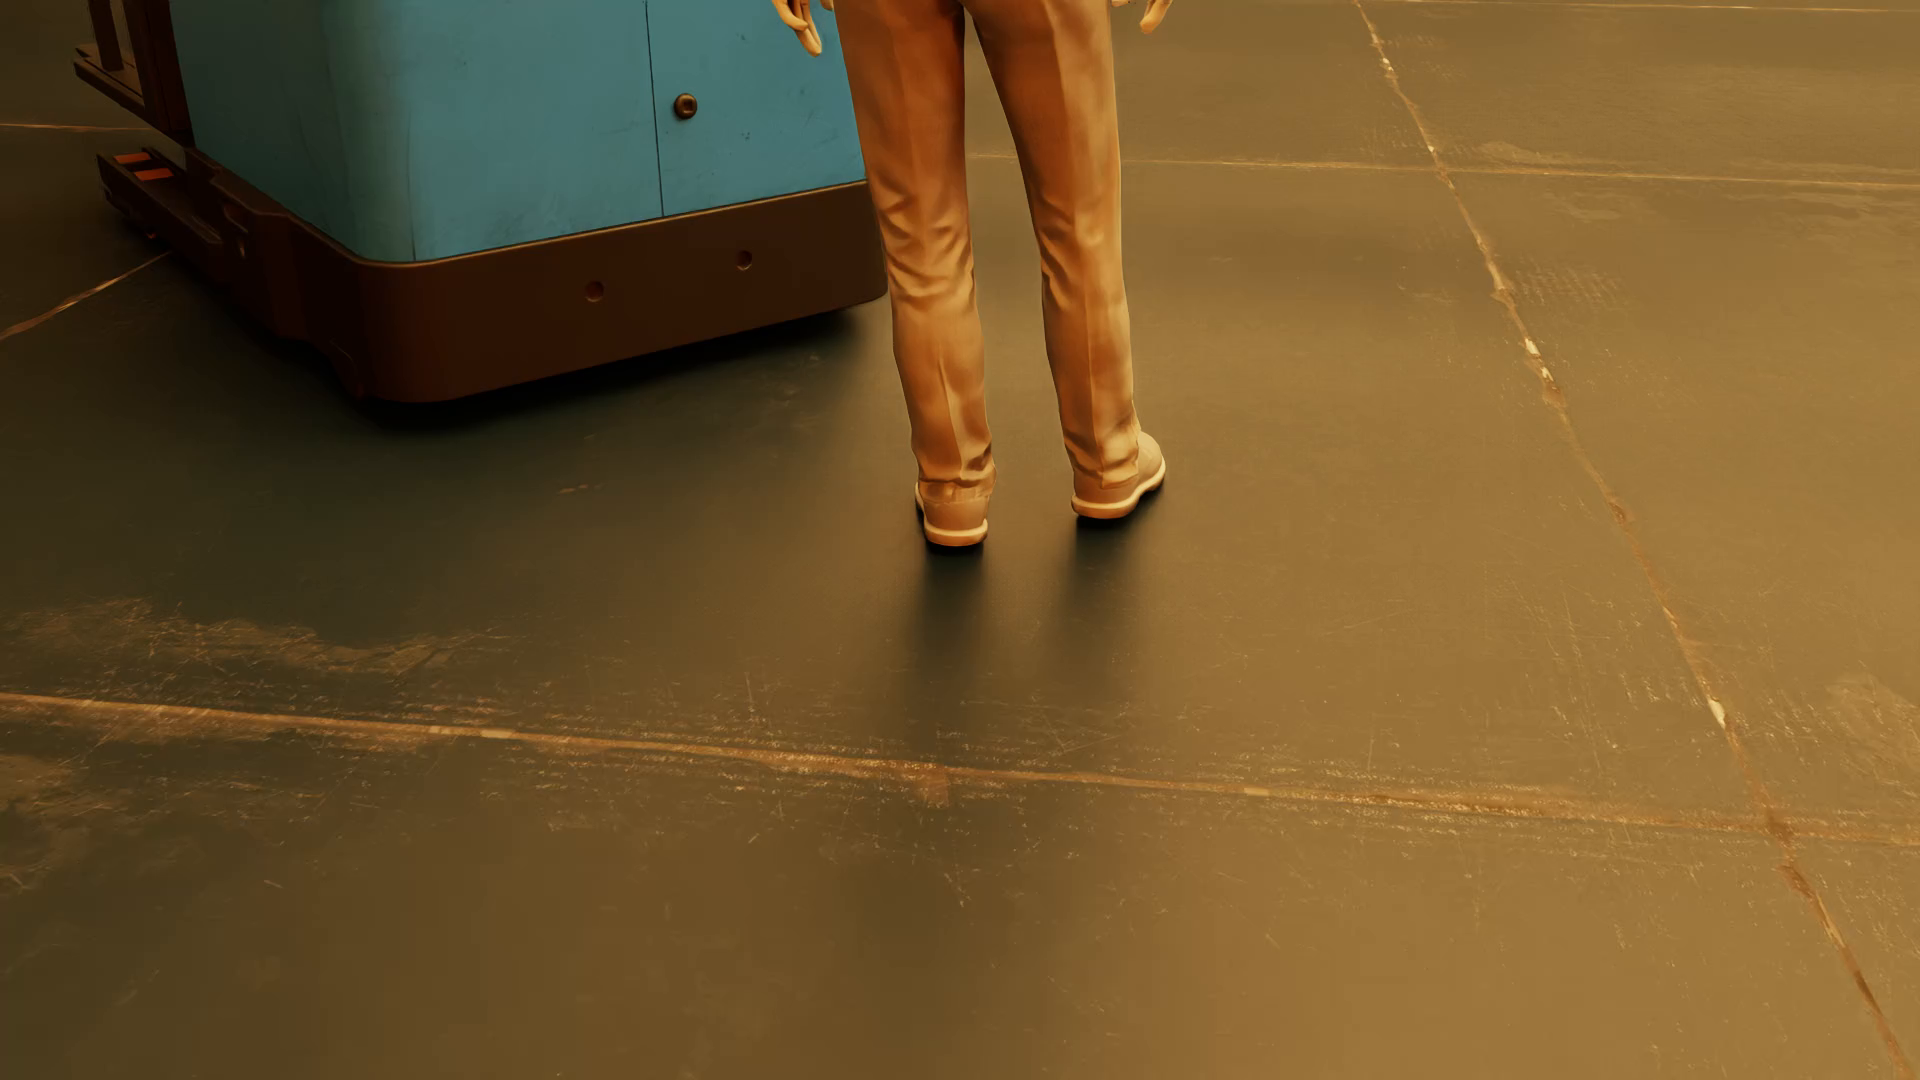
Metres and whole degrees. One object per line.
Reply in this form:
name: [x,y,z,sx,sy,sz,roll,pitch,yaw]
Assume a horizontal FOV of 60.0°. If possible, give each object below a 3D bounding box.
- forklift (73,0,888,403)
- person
forklift: [-1.437,-2.137,3.500,1.130,2.935,3.031,-19,32,-33]
person: [0.015,-0.794,2.178,0.588,1.695,0.531,3,27,7]
